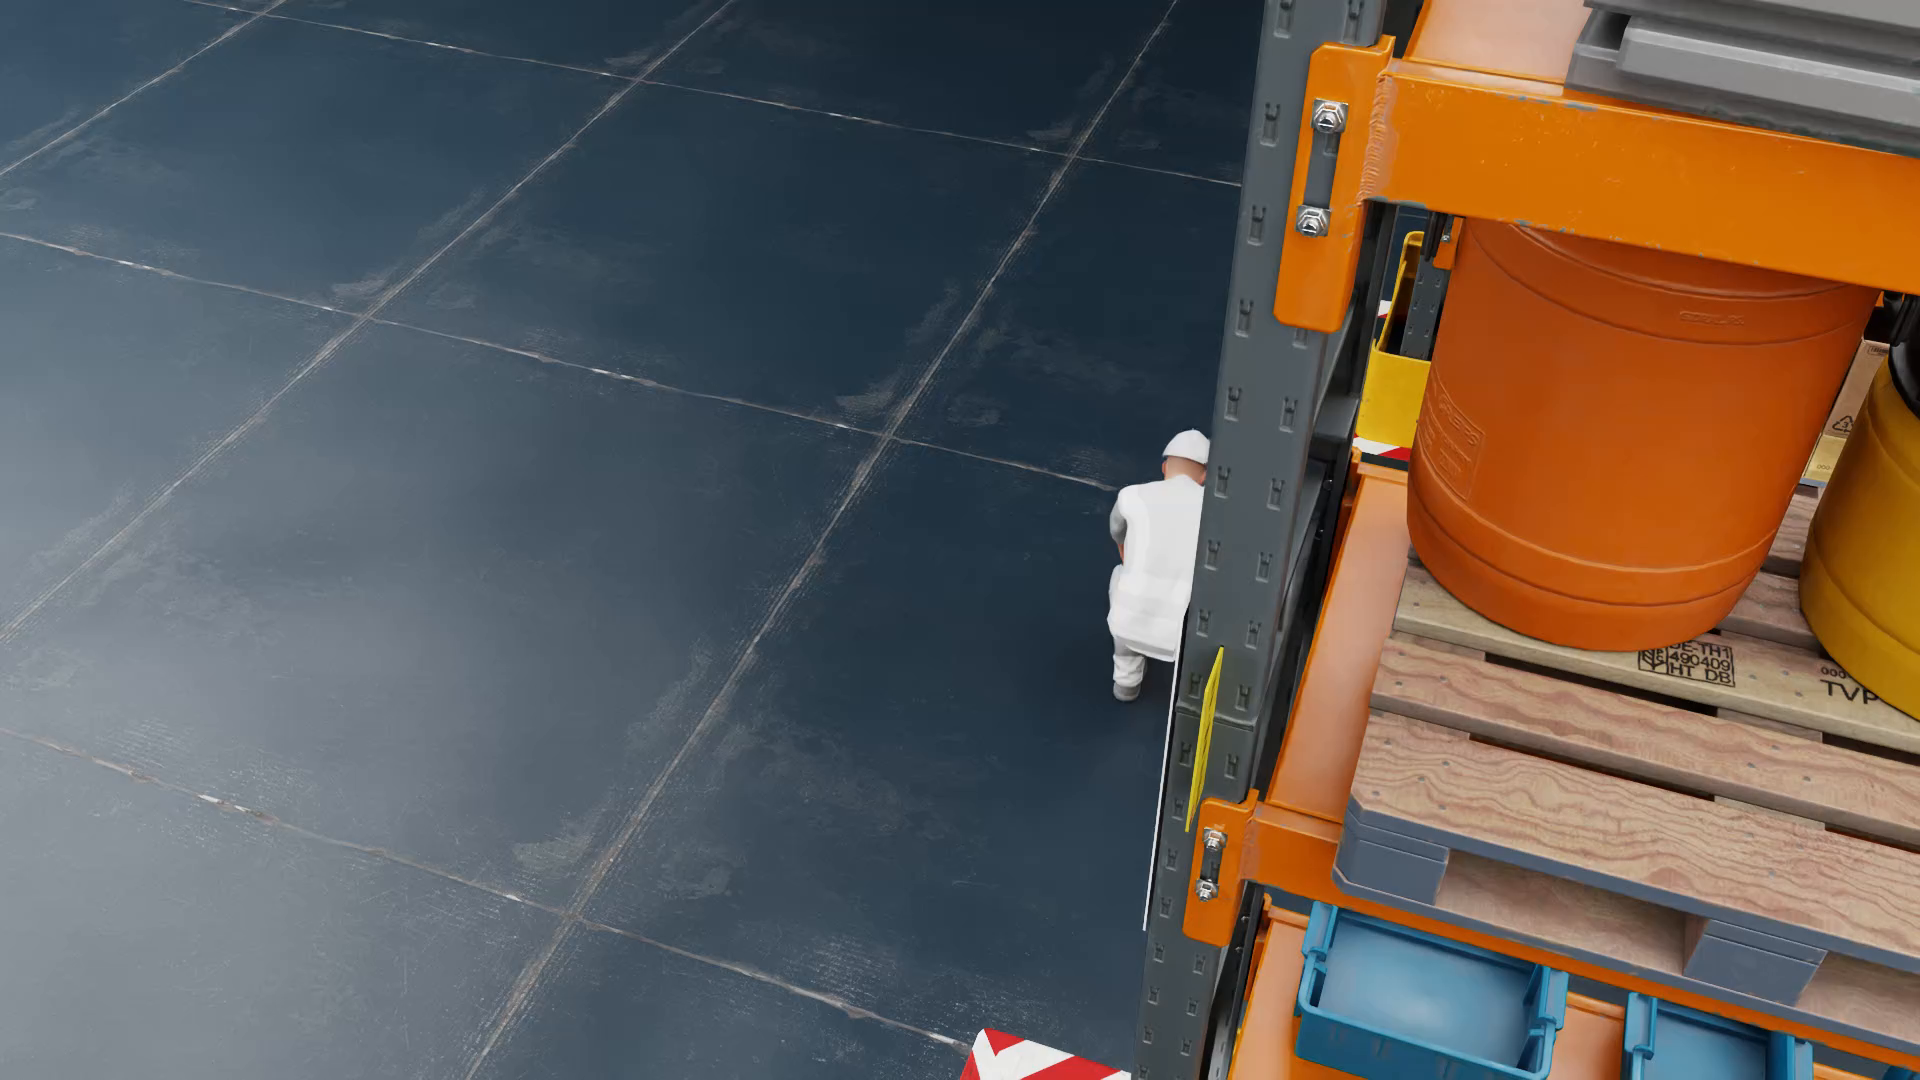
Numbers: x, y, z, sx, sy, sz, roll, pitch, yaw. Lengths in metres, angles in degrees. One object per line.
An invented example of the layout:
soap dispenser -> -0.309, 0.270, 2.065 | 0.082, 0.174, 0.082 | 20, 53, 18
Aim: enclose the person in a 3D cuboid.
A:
person -> 0.832, 0.157, 6.599 | 0.573, 0.954, 0.883 | 13, 43, 15
